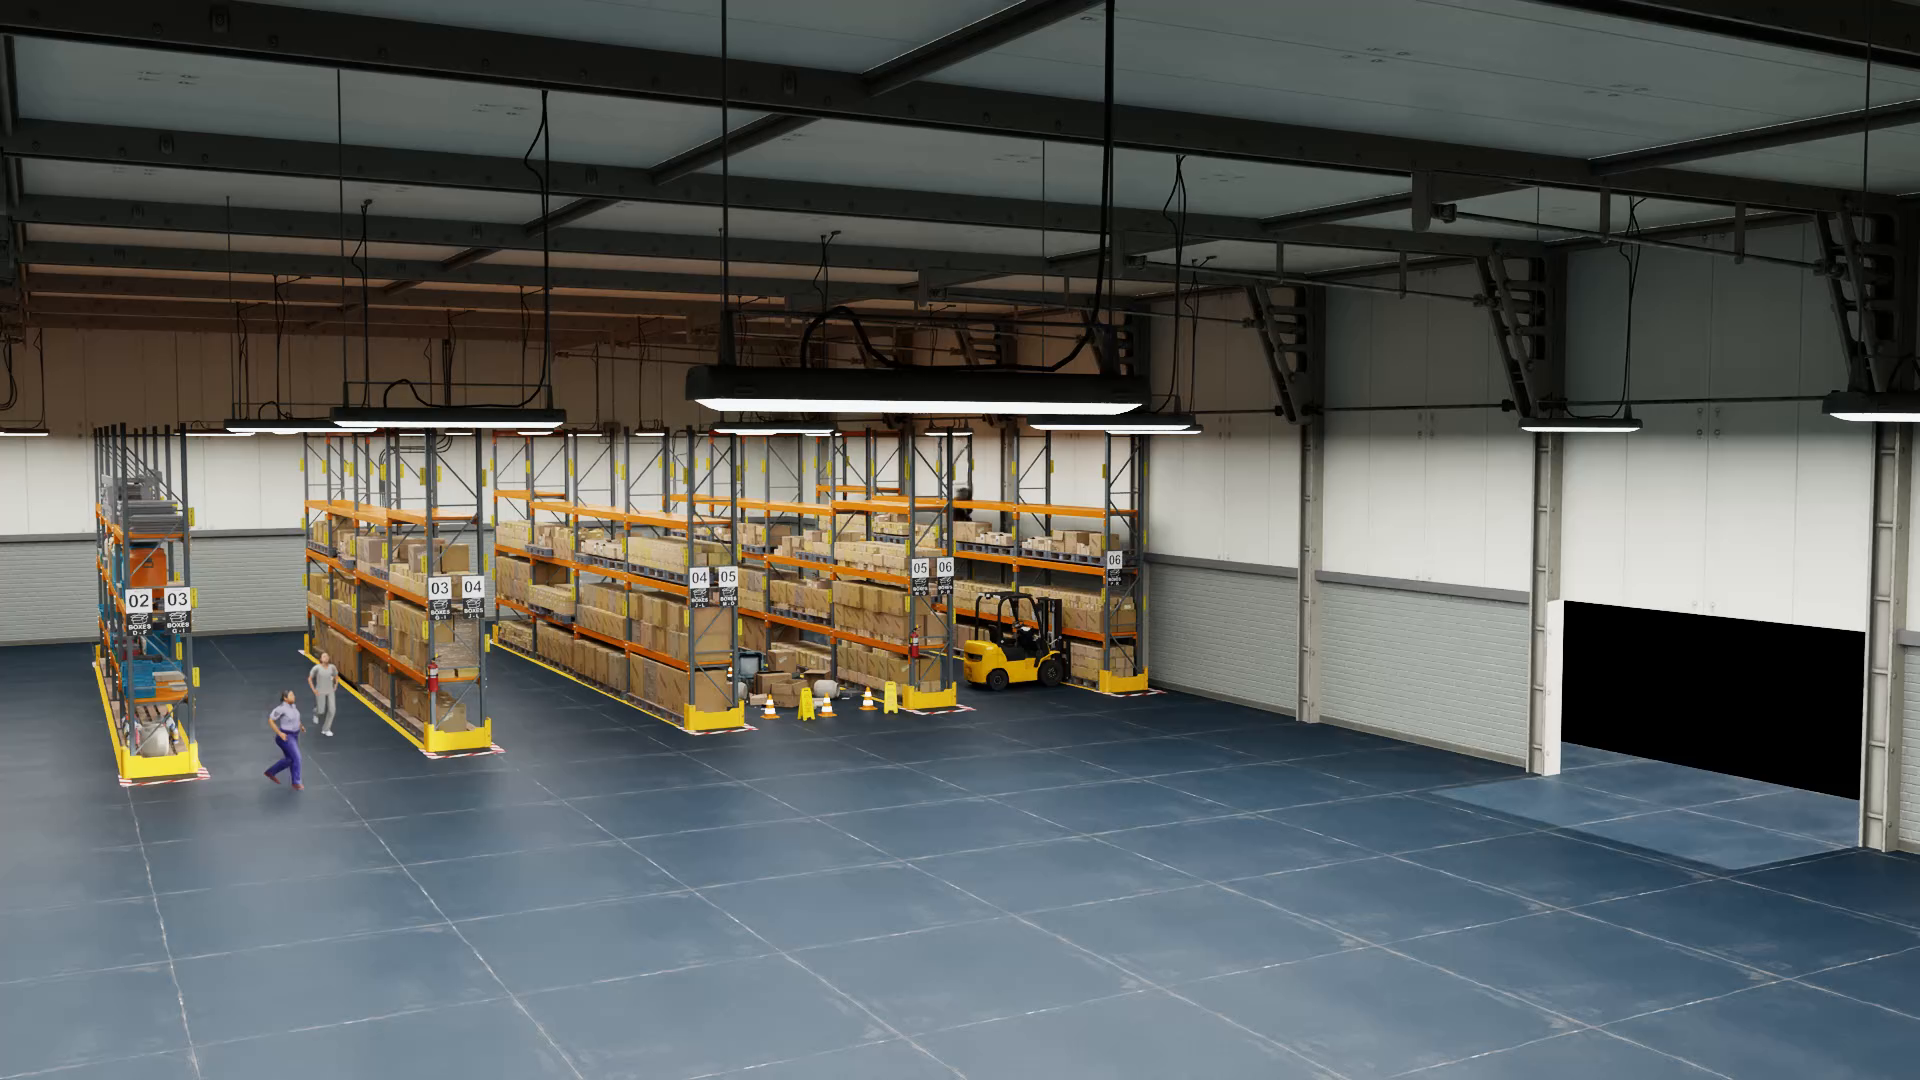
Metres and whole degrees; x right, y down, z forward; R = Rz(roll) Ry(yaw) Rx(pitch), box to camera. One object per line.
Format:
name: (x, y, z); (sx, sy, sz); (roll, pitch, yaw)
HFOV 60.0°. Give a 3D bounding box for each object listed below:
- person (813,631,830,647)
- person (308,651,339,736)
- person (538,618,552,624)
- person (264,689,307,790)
person: (-3.761, 2.188, 44.850); (0.540, 1.603, 0.876); (-2, 4, -34)
person: (-12.350, 2.967, 32.314); (0.582, 1.619, 0.642); (-3, 4, -36)
person: (-12.327, 1.892, 48.670); (0.669, 1.764, 0.923); (3, 5, 43)
person: (-11.052, 3.264, 27.237); (0.760, 1.648, 0.643); (0, 3, 4)
